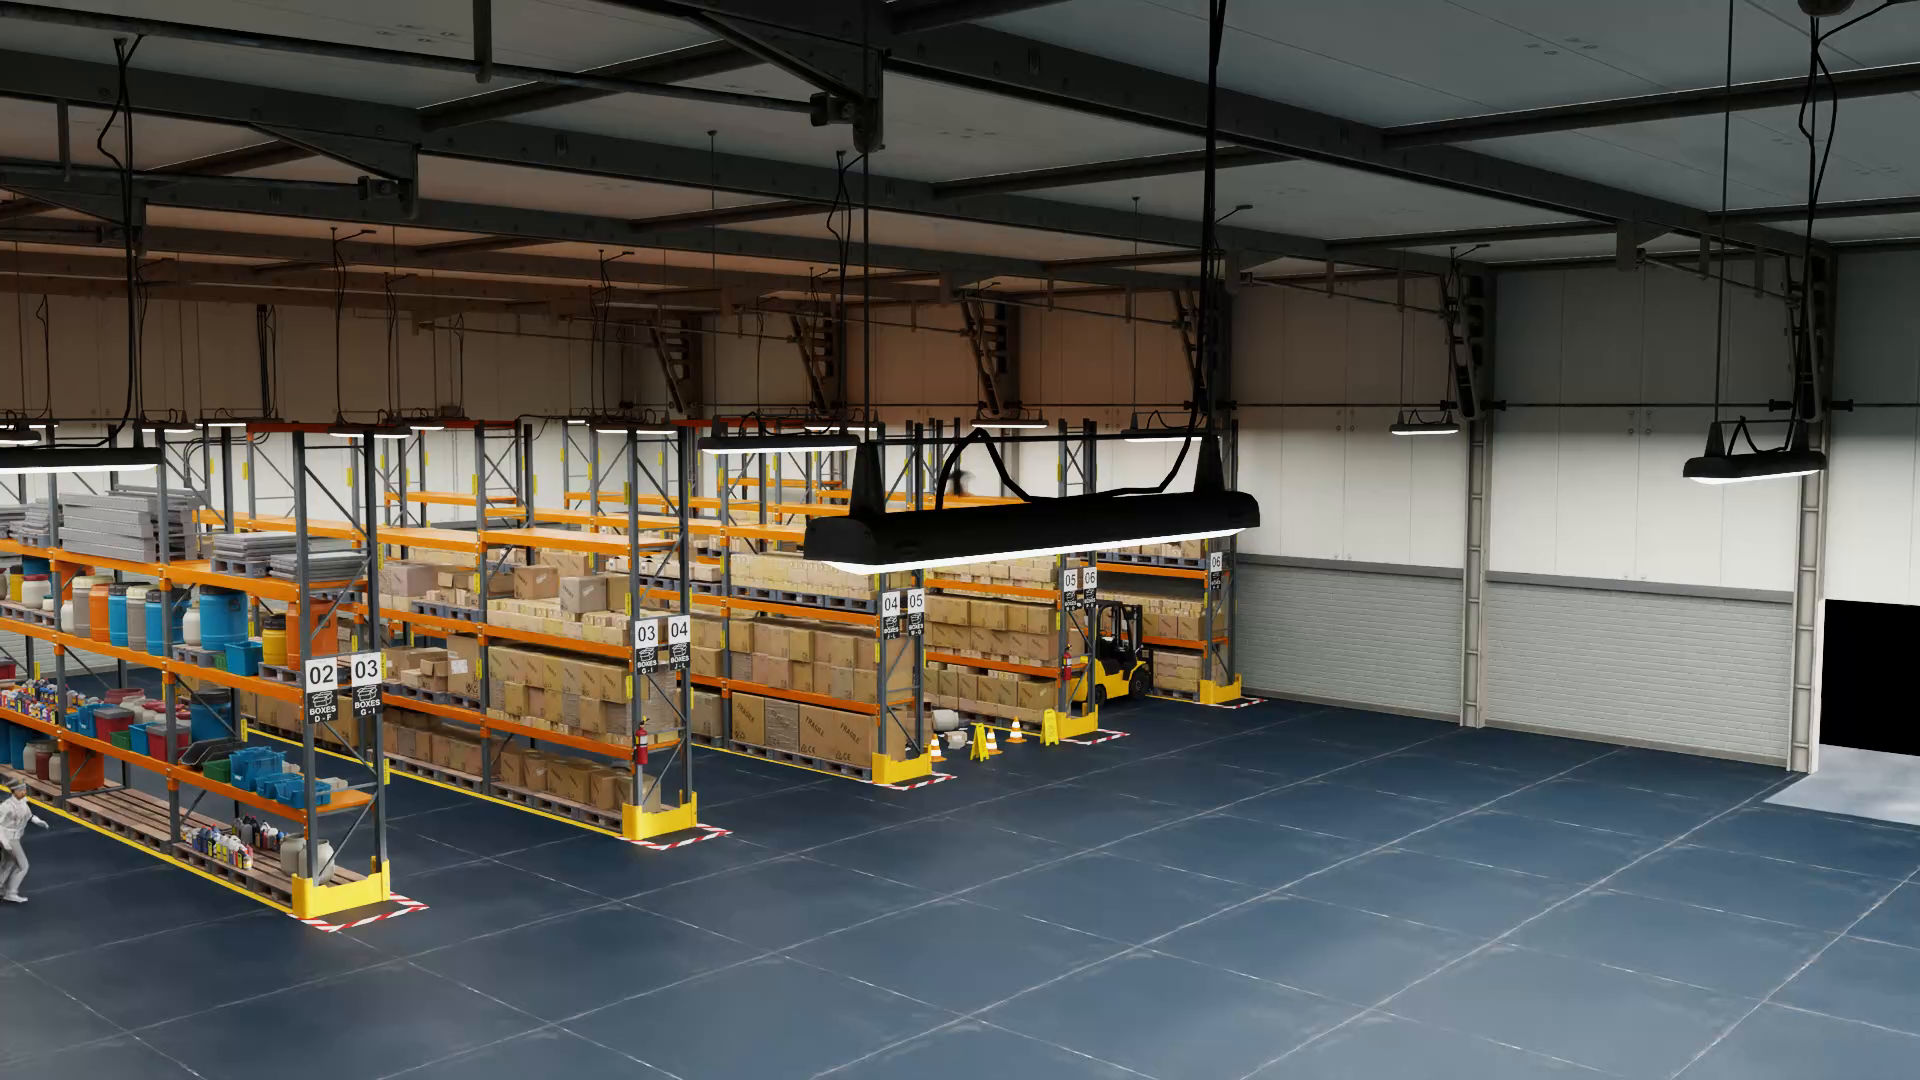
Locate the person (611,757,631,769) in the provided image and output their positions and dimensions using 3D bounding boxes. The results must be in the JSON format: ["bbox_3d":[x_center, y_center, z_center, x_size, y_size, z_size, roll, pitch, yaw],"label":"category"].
[{"bbox_3d":[-5.672,3.212,28.838,0.805,1.642,0.615,-1,5,-6],"label":"person"}]

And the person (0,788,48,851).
[{"bbox_3d":[-11.969,3.474,21.208,0.576,0.888,0.578,-1,5,-11],"label":"person"}]
